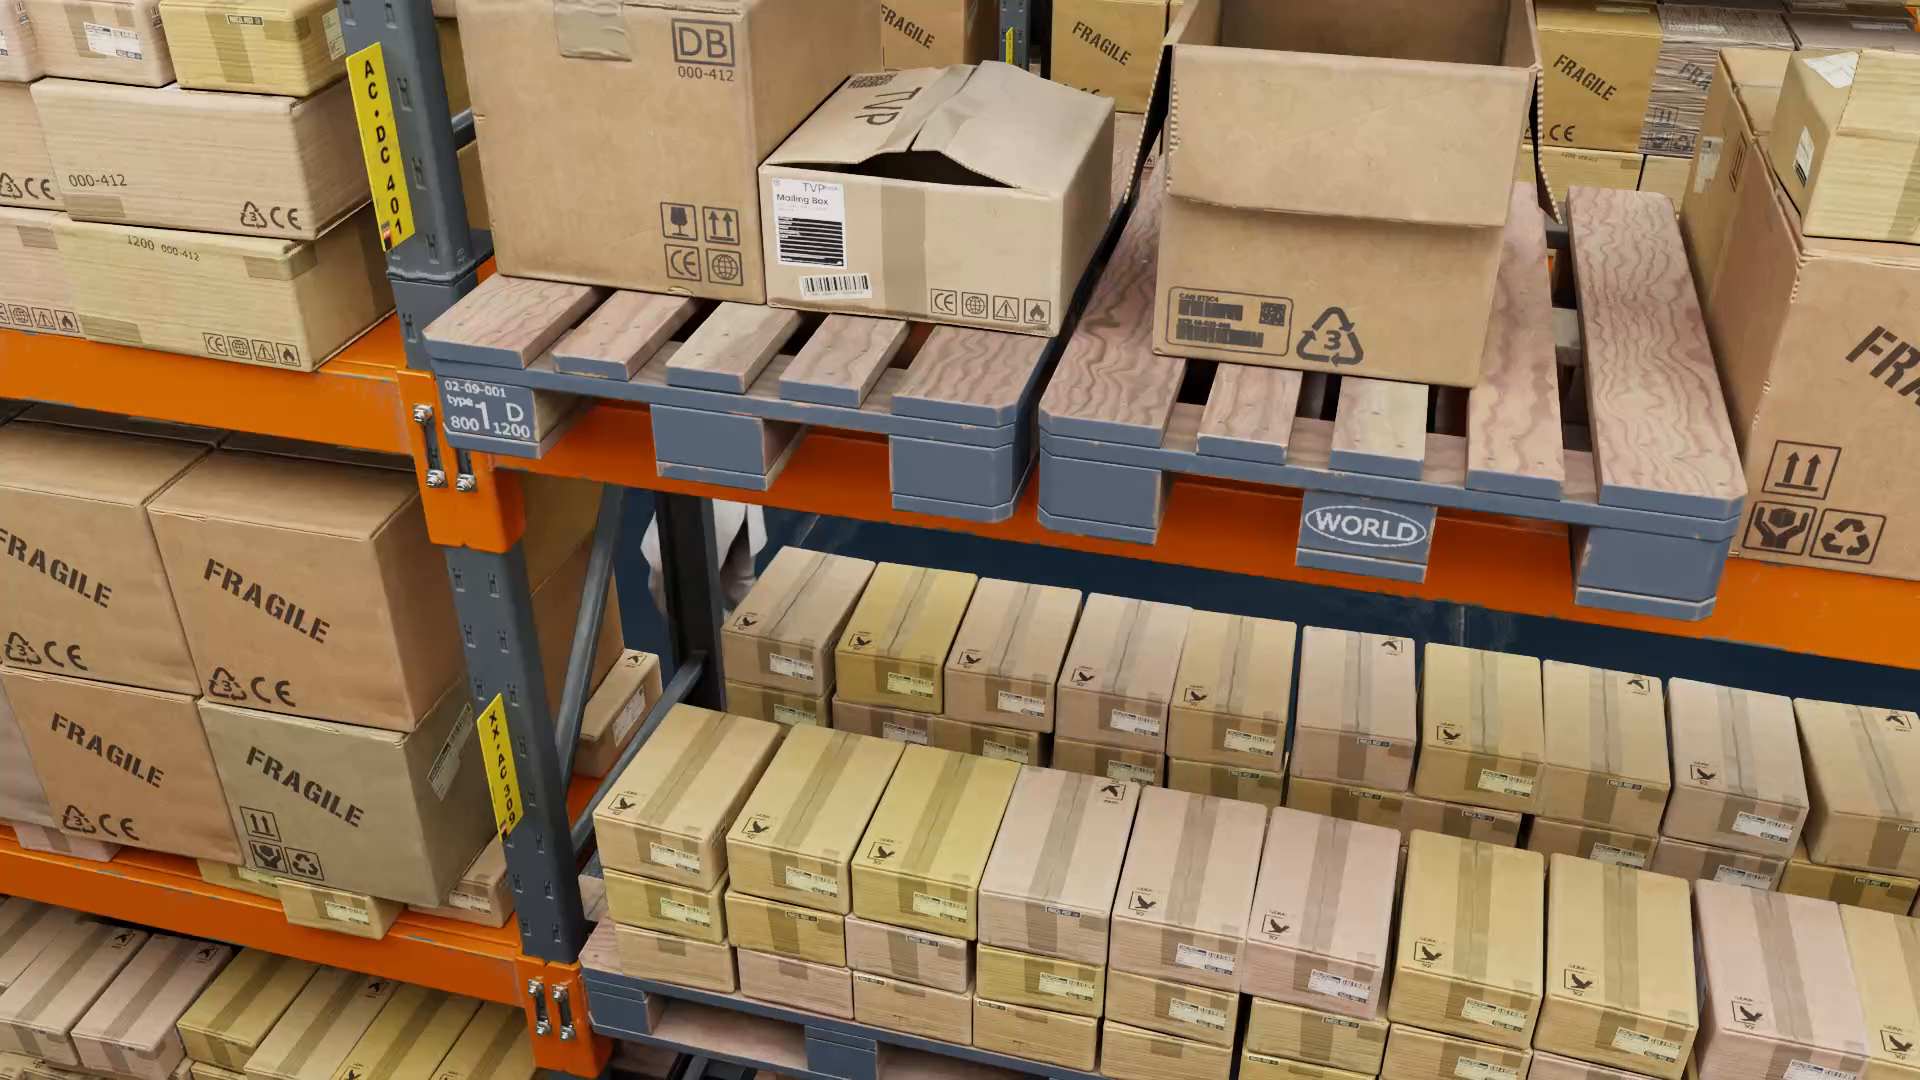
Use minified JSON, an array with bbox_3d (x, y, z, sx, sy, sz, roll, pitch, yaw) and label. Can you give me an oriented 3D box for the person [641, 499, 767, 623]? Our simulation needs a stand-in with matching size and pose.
[{"bbox_3d":[-0.911,-0.142,6.352,0.552,1.770,0.621,14,35,21],"label":"person"}]
